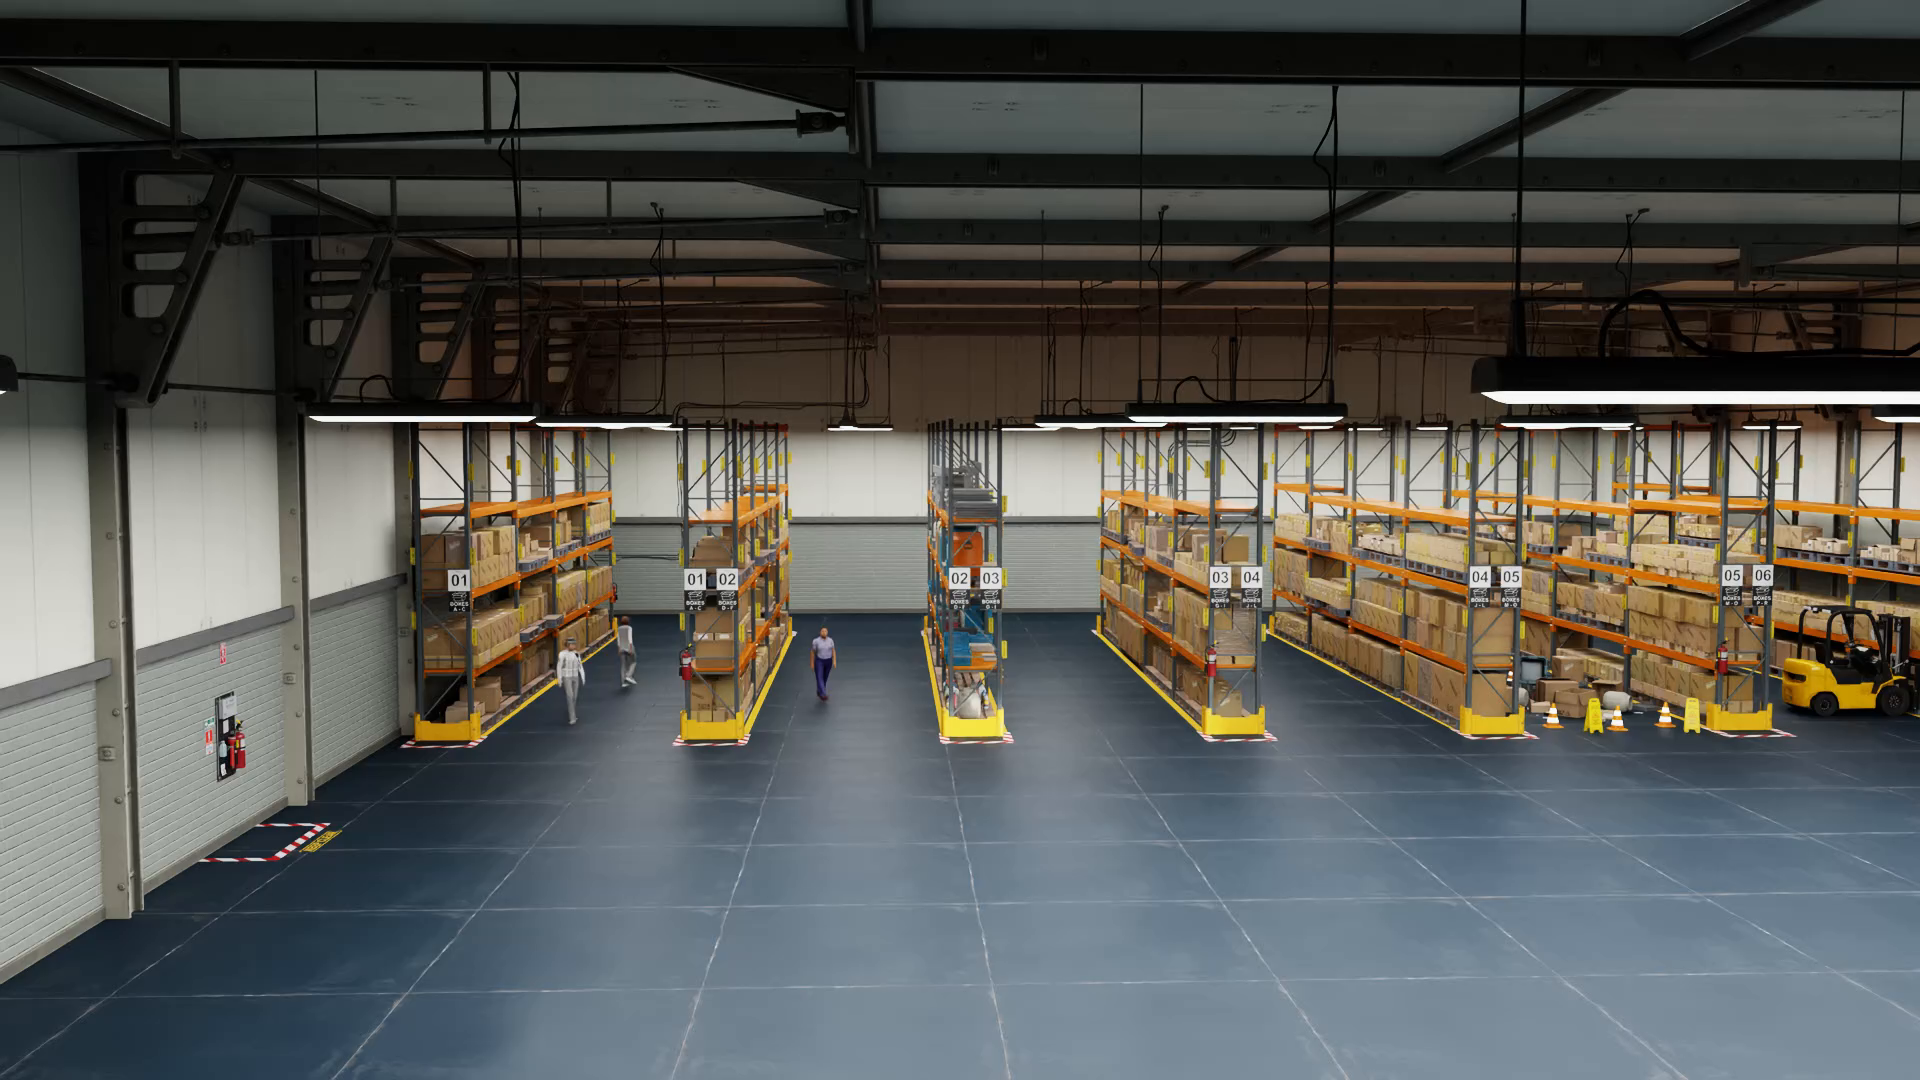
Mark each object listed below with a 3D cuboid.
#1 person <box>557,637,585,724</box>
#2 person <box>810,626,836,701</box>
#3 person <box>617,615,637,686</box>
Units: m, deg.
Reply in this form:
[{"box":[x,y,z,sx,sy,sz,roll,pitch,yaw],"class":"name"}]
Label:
[{"box":[-7.686,2.794,33.048,0.628,1.700,0.511,4,5,44],"class":"person"},{"box":[-2.898,2.644,35.486,0.529,1.563,1.053,-2,4,-32],"class":"person"},{"box":[-7.566,2.506,37.659,0.448,1.583,0.468,1,4,8],"class":"person"}]
